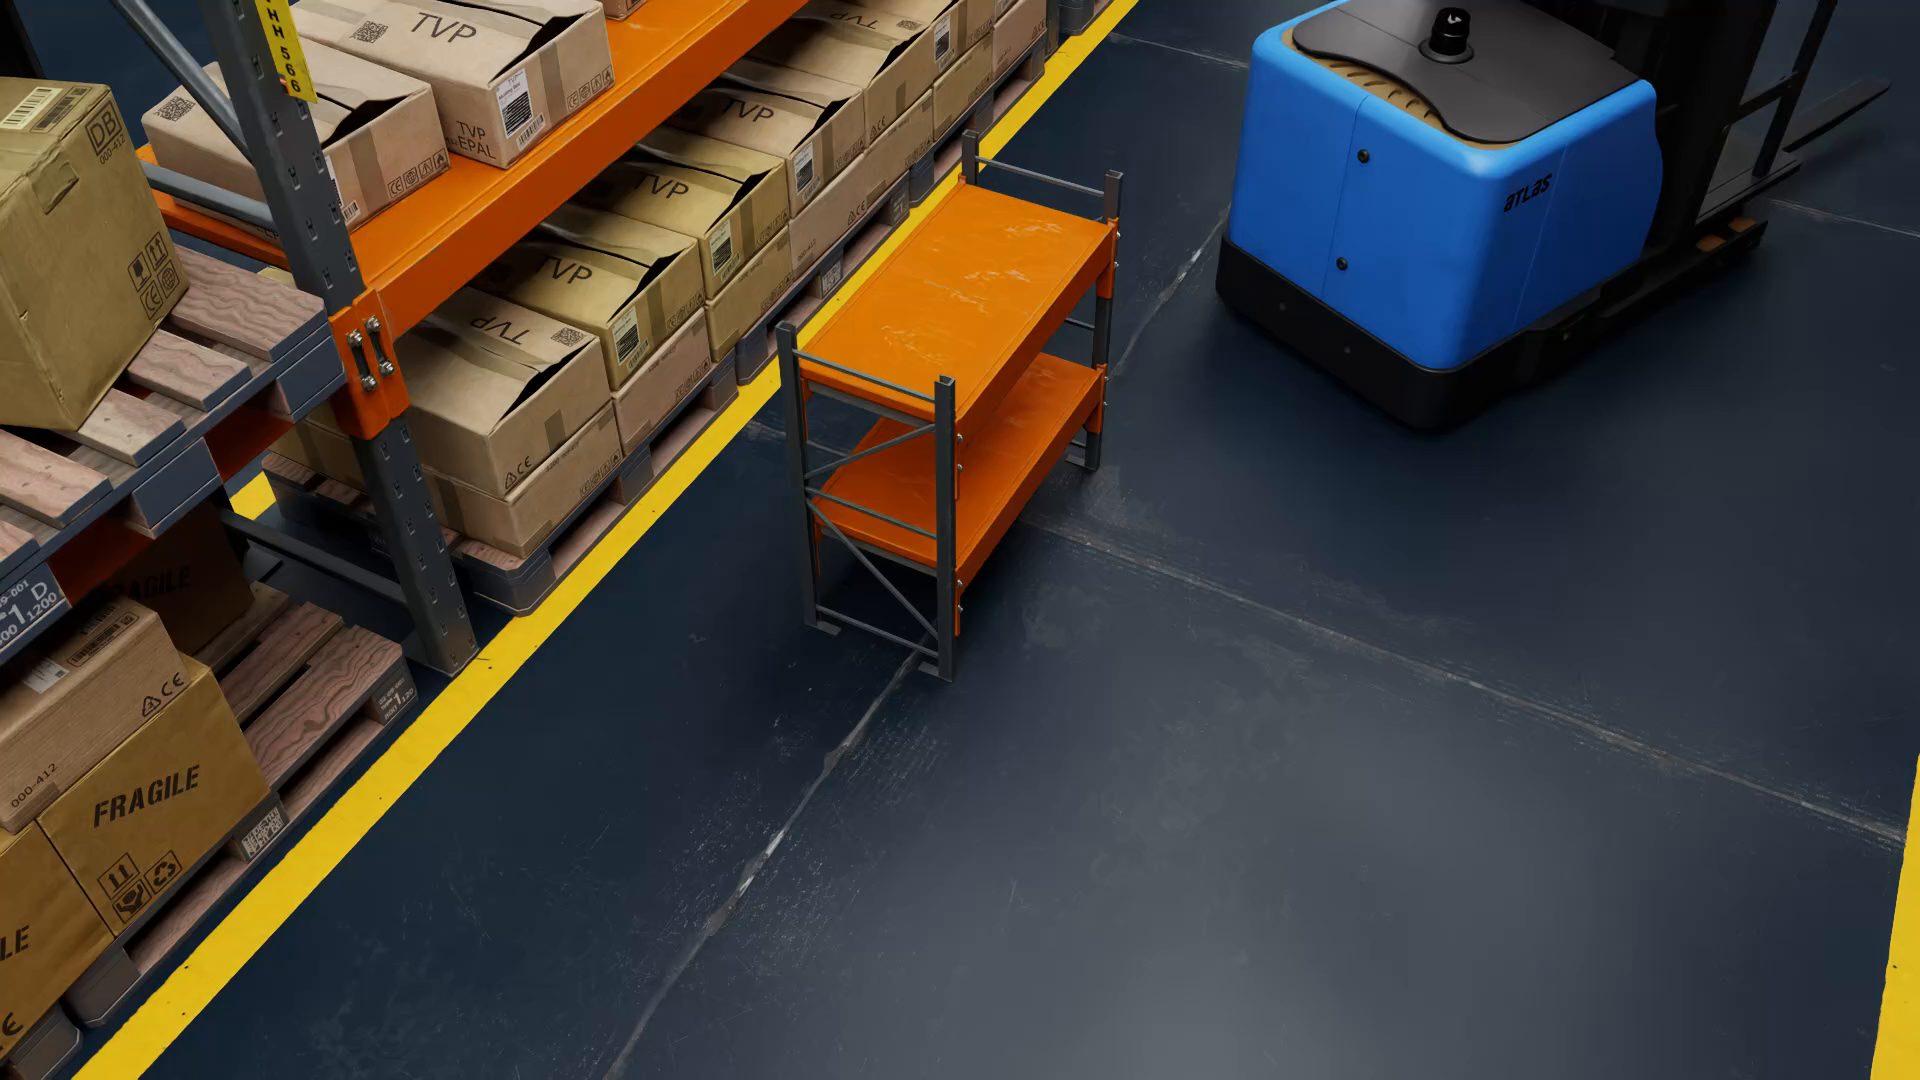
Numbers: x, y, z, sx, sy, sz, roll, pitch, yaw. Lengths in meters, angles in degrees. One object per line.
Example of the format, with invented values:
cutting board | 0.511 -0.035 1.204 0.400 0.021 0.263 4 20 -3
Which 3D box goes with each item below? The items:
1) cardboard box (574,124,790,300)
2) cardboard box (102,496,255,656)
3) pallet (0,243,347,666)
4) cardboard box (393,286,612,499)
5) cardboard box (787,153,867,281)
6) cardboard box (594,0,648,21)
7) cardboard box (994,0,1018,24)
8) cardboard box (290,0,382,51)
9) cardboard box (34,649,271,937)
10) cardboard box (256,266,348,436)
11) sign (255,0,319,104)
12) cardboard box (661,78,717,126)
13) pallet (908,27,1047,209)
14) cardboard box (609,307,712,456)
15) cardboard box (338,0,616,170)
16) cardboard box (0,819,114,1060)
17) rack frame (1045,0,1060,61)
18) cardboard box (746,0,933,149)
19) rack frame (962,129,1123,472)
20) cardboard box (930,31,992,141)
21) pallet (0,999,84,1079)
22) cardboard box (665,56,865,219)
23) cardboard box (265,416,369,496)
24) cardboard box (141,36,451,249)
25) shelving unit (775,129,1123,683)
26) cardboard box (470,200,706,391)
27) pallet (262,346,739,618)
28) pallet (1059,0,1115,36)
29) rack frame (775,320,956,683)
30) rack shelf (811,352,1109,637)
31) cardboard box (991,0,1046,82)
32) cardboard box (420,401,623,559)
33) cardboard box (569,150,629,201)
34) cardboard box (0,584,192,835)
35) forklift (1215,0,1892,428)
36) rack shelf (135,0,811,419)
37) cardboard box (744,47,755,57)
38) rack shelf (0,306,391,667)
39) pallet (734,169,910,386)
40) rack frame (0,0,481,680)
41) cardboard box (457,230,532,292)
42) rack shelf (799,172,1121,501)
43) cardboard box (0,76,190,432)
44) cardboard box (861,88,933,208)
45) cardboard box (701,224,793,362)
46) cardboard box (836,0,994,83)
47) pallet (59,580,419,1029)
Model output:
cardboard box | -0.911 -1.115 5.487 0.500 0.311 0.500 19 48 18
cardboard box | -2.354 0.066 4.523 0.500 0.500 0.500 22 49 21
pallet | -2.142 -0.332 3.604 1.213 0.211 1.003 20 49 19
cardboard box | -1.387 -0.461 4.840 0.500 0.311 0.500 22 49 20
cardboard box | -0.680 -1.233 5.998 0.500 0.250 0.500 21 49 20
cardboard box | -1.125 -1.948 4.996 0.500 0.500 0.500 18 48 17
cardboard box | 0.033 -2.398 6.755 0.500 0.311 0.500 20 49 19
cardboard box | -1.717 -1.419 4.721 0.380 0.149 0.250 20 49 19
cardboard box | -2.116 0.541 4.055 0.500 0.500 0.500 22 49 21
cardboard box | -1.865 -0.639 5.017 0.500 0.311 0.500 22 49 20
sign | -1.405 -1.056 3.426 0.100 0.325 0.005 20 49 19
cardboard box | -1.158 -1.601 5.967 0.500 0.311 0.500 22 49 20
pallet | -0.340 -1.913 6.992 1.003 0.211 1.213 20 49 19
cardboard box | -1.154 -0.581 5.353 0.500 0.250 0.500 19 48 18
cardboard box | -1.303 -1.318 4.506 0.500 0.311 0.500 20 49 19
cardboard box | -2.357 0.867 3.733 0.500 0.500 0.500 19 48 18
rack frame | -0.033 -3.370 6.471 1.000 3.000 0.127 20 49 19
cardboard box | -0.437 -1.755 6.119 0.500 0.311 0.500 20 49 19
rack frame | 0.233 -0.711 5.162 0.500 1.125 0.032 20 49 19
cardboard box | -0.205 -1.876 6.633 0.500 0.250 0.500 20 49 18
pallet | -2.837 1.354 3.764 1.003 0.211 1.213 20 49 19
cardboard box | -0.673 -1.439 5.807 0.500 0.311 0.500 20 49 19
cardboard box | -1.862 -0.443 5.217 0.500 0.250 0.500 22 49 20
cardboard box | -1.682 -1.033 4.225 0.500 0.311 0.500 23 50 21
shelving unit | -0.003 -0.391 4.846 0.538 1.125 1.048 20 49 19
cardboard box | -1.150 -0.795 5.170 0.500 0.311 0.500 19 48 18
pallet | -1.473 -0.375 5.473 1.003 0.211 1.213 20 49 19
pallet | 0.373 -2.877 7.945 1.003 0.211 1.213 20 49 19
rack frame | -0.239 -0.071 4.529 0.500 1.125 0.032 20 49 19
rack shelf | -0.003 -0.219 5.020 0.538 0.278 1.000 20 49 19
cardboard box | 0.031 -2.194 6.947 0.500 0.250 0.500 20 49 19
cardboard box | -1.387 -0.264 5.040 0.500 0.250 0.500 20 49 19
cardboard box | -1.393 -1.286 5.656 0.500 0.311 0.500 20 49 19
cardboard box | -2.139 0.314 3.752 0.500 0.250 0.500 22 49 21
forklift | 2.405 -2.273 5.436 3.031 2.935 1.130 -29 52 -26
rack shelf | -0.961 -1.857 5.482 1.077 0.370 4.000 20 49 19
cardboard box | -0.922 -1.930 6.292 0.500 0.311 0.500 19 48 18
rack shelf | -2.818 0.663 2.992 1.077 0.370 4.000 20 49 19
pallet | -0.906 -1.141 6.229 1.003 0.211 1.213 20 49 19
rack frame | -1.890 -0.850 3.981 1.000 3.000 0.127 20 49 19
cardboard box | -1.629 -0.969 5.342 0.500 0.311 0.500 20 49 18
rack shelf | -0.003 -0.597 4.638 0.538 0.278 1.000 20 49 19
cardboard box | -2.082 -0.599 3.367 0.700 0.500 0.500 6 46 6
cardboard box | -0.442 -1.553 6.314 0.500 0.250 0.500 21 49 20
cardboard box | -0.918 -0.910 5.679 0.500 0.250 0.500 19 48 18
cardboard box | -0.203 -2.068 6.429 0.500 0.311 0.500 22 49 20
pallet | -2.270 0.588 4.520 1.003 0.211 1.213 20 49 19
